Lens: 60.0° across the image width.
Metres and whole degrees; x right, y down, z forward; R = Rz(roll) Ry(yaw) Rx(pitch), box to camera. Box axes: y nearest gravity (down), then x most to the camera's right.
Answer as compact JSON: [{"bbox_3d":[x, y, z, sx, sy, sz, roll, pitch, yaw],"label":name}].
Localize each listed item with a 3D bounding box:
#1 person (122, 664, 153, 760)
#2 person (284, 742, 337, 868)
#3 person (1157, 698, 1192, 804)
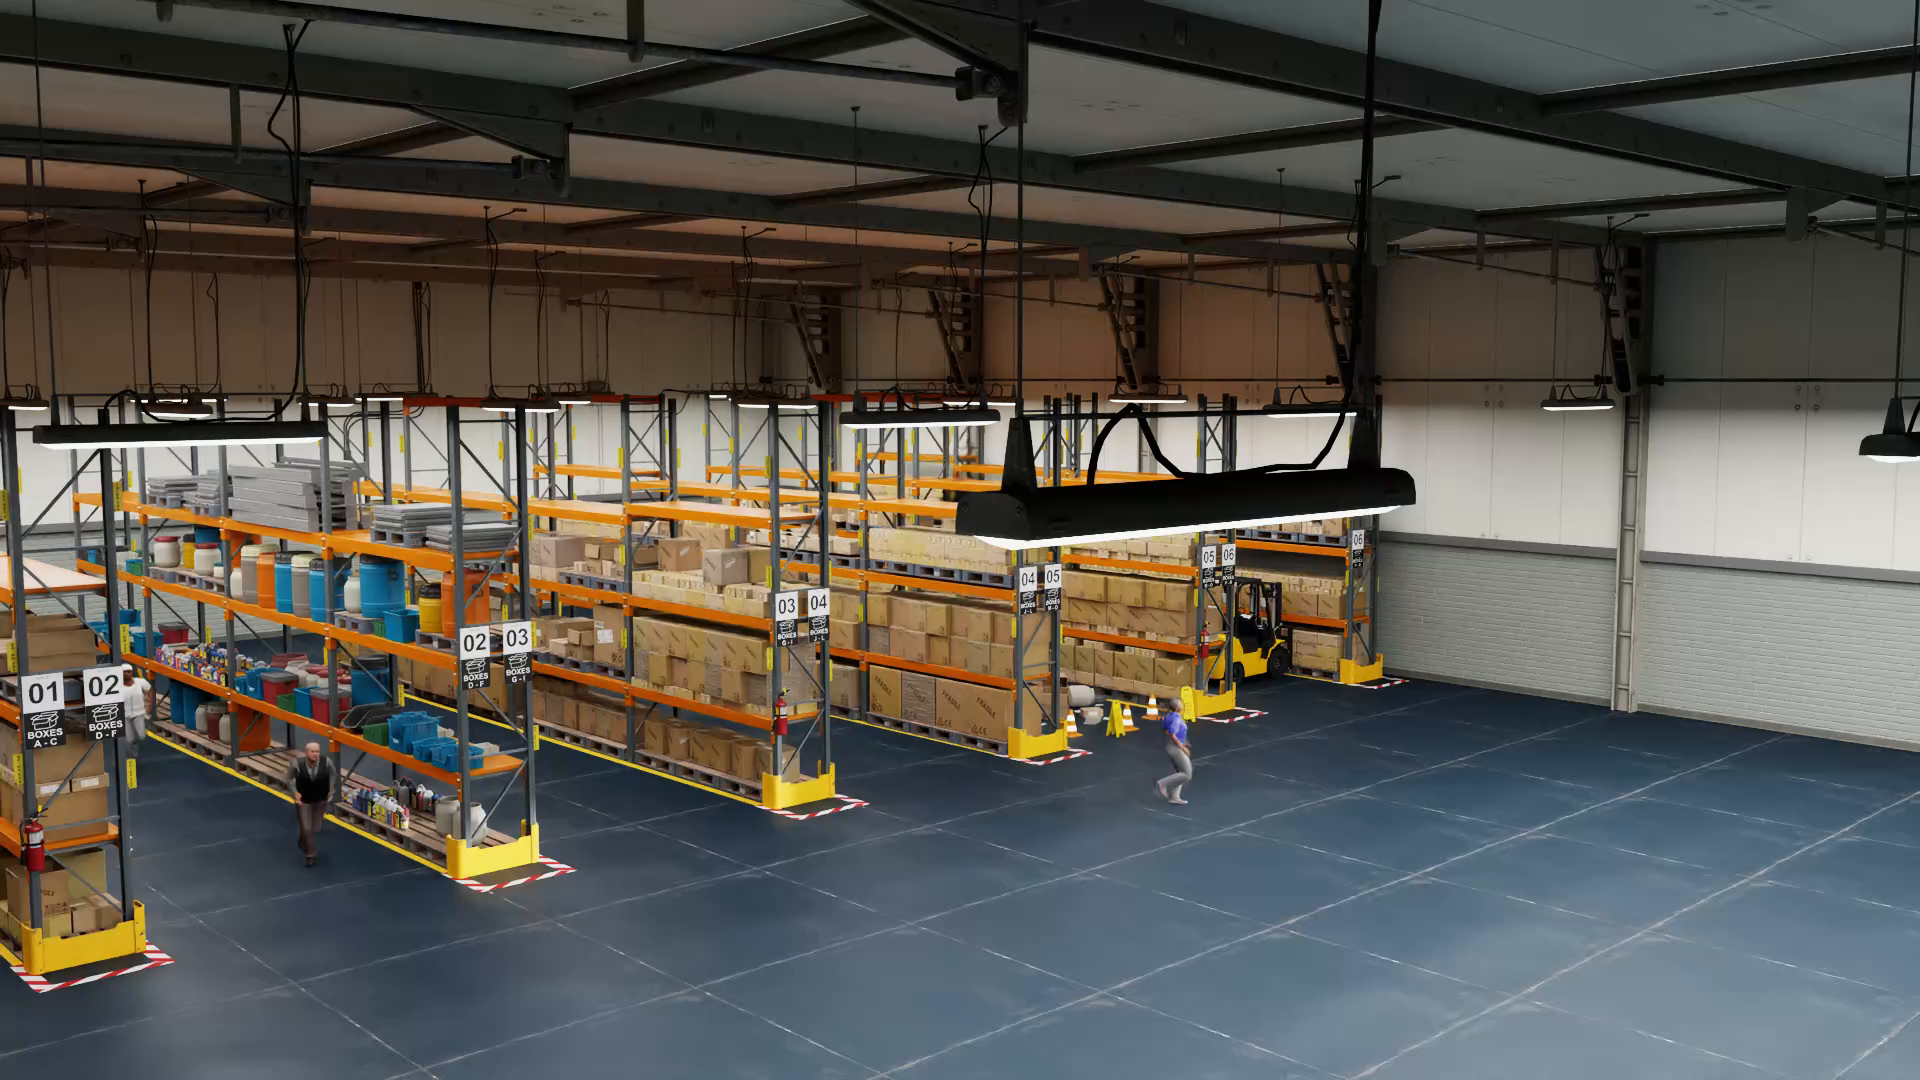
[{"bbox_3d":[-13.474,2.857,27.064,0.726,1.717,0.643,-4,7,-35],"label":"person"},{"bbox_3d":[-8.544,3.416,21.861,0.646,1.658,0.886,-4,7,-32],"label":"person"},{"bbox_3d":[3.189,3.147,24.763,0.561,1.615,0.584,-1,6,-10],"label":"person"}]
